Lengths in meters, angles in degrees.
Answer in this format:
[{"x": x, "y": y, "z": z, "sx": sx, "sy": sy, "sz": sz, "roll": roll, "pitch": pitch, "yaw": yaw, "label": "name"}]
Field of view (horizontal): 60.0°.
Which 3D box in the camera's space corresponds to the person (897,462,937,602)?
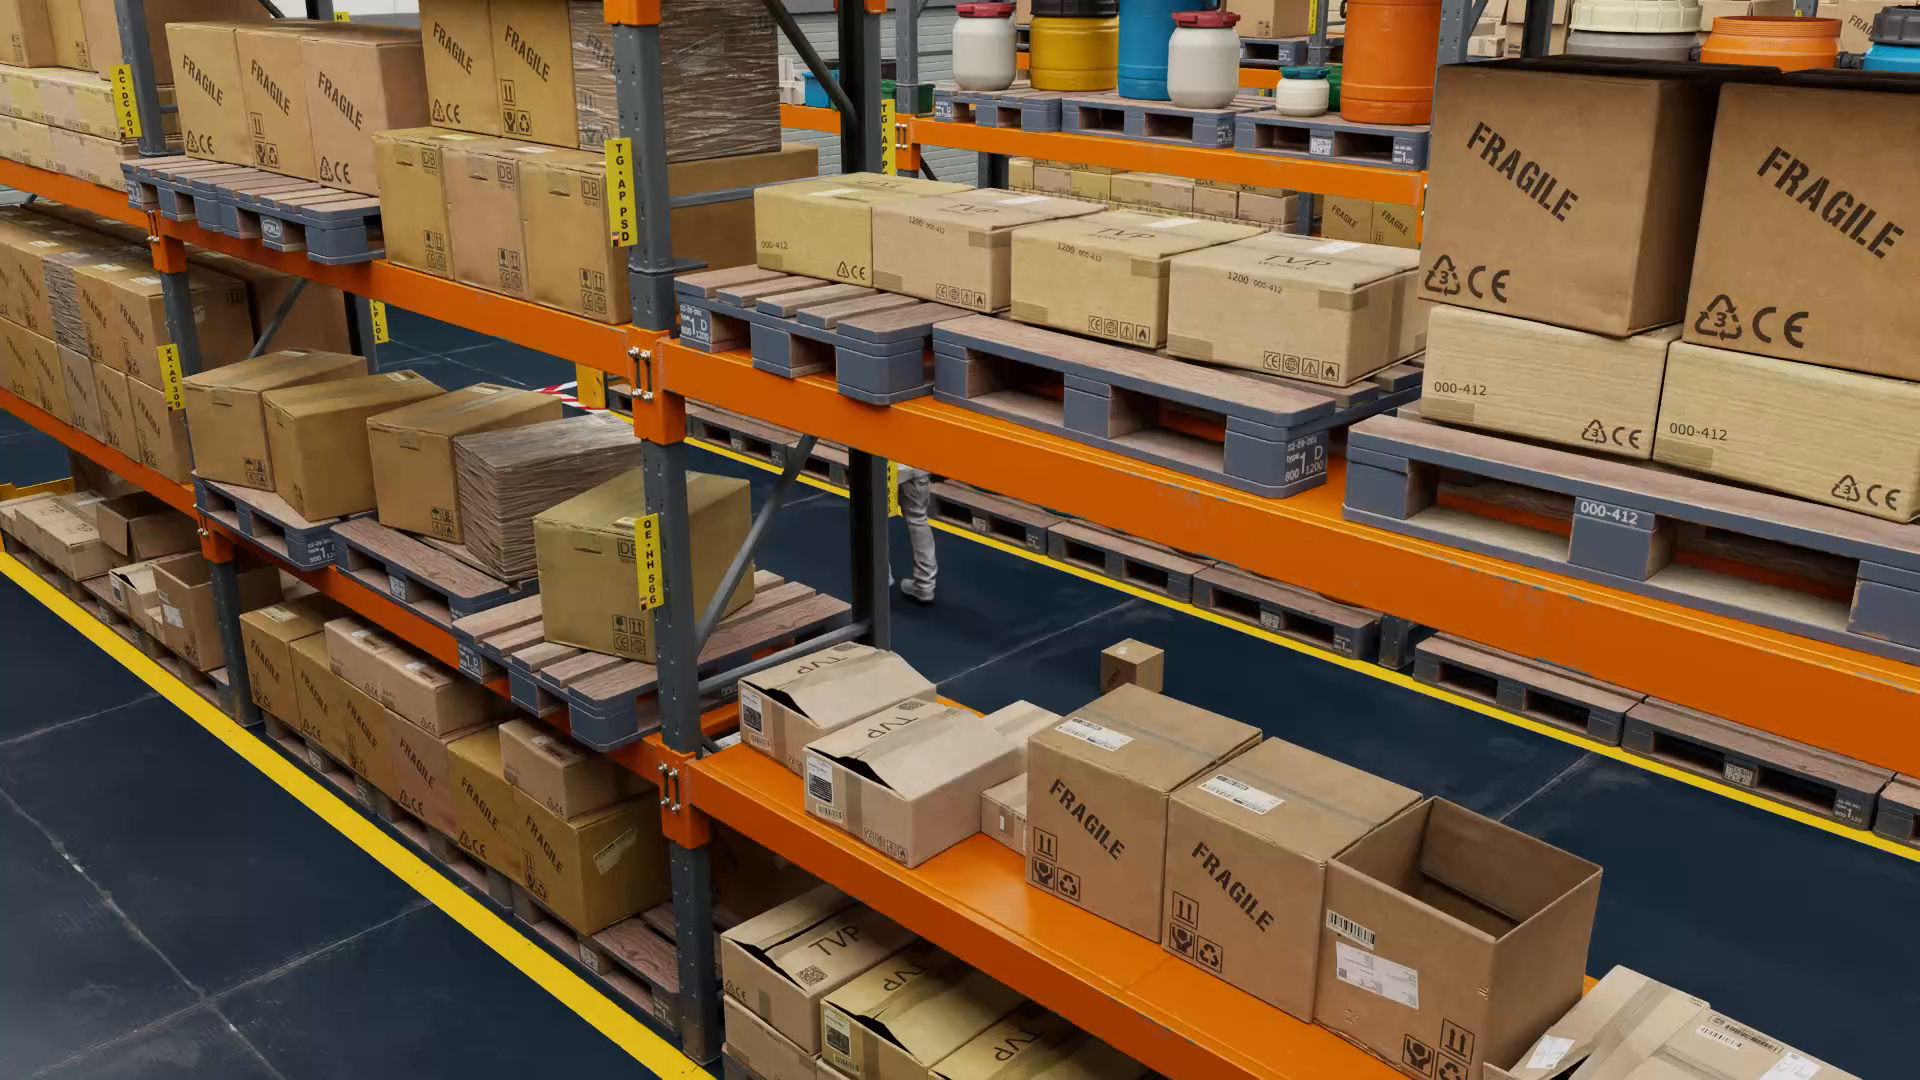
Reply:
[{"x": -0.390, "y": -0.470, "z": 10.335, "sx": 0.564, "sy": 1.842, "sz": 0.562, "roll": -18, "pitch": 27, "yaw": -39, "label": "person"}]
